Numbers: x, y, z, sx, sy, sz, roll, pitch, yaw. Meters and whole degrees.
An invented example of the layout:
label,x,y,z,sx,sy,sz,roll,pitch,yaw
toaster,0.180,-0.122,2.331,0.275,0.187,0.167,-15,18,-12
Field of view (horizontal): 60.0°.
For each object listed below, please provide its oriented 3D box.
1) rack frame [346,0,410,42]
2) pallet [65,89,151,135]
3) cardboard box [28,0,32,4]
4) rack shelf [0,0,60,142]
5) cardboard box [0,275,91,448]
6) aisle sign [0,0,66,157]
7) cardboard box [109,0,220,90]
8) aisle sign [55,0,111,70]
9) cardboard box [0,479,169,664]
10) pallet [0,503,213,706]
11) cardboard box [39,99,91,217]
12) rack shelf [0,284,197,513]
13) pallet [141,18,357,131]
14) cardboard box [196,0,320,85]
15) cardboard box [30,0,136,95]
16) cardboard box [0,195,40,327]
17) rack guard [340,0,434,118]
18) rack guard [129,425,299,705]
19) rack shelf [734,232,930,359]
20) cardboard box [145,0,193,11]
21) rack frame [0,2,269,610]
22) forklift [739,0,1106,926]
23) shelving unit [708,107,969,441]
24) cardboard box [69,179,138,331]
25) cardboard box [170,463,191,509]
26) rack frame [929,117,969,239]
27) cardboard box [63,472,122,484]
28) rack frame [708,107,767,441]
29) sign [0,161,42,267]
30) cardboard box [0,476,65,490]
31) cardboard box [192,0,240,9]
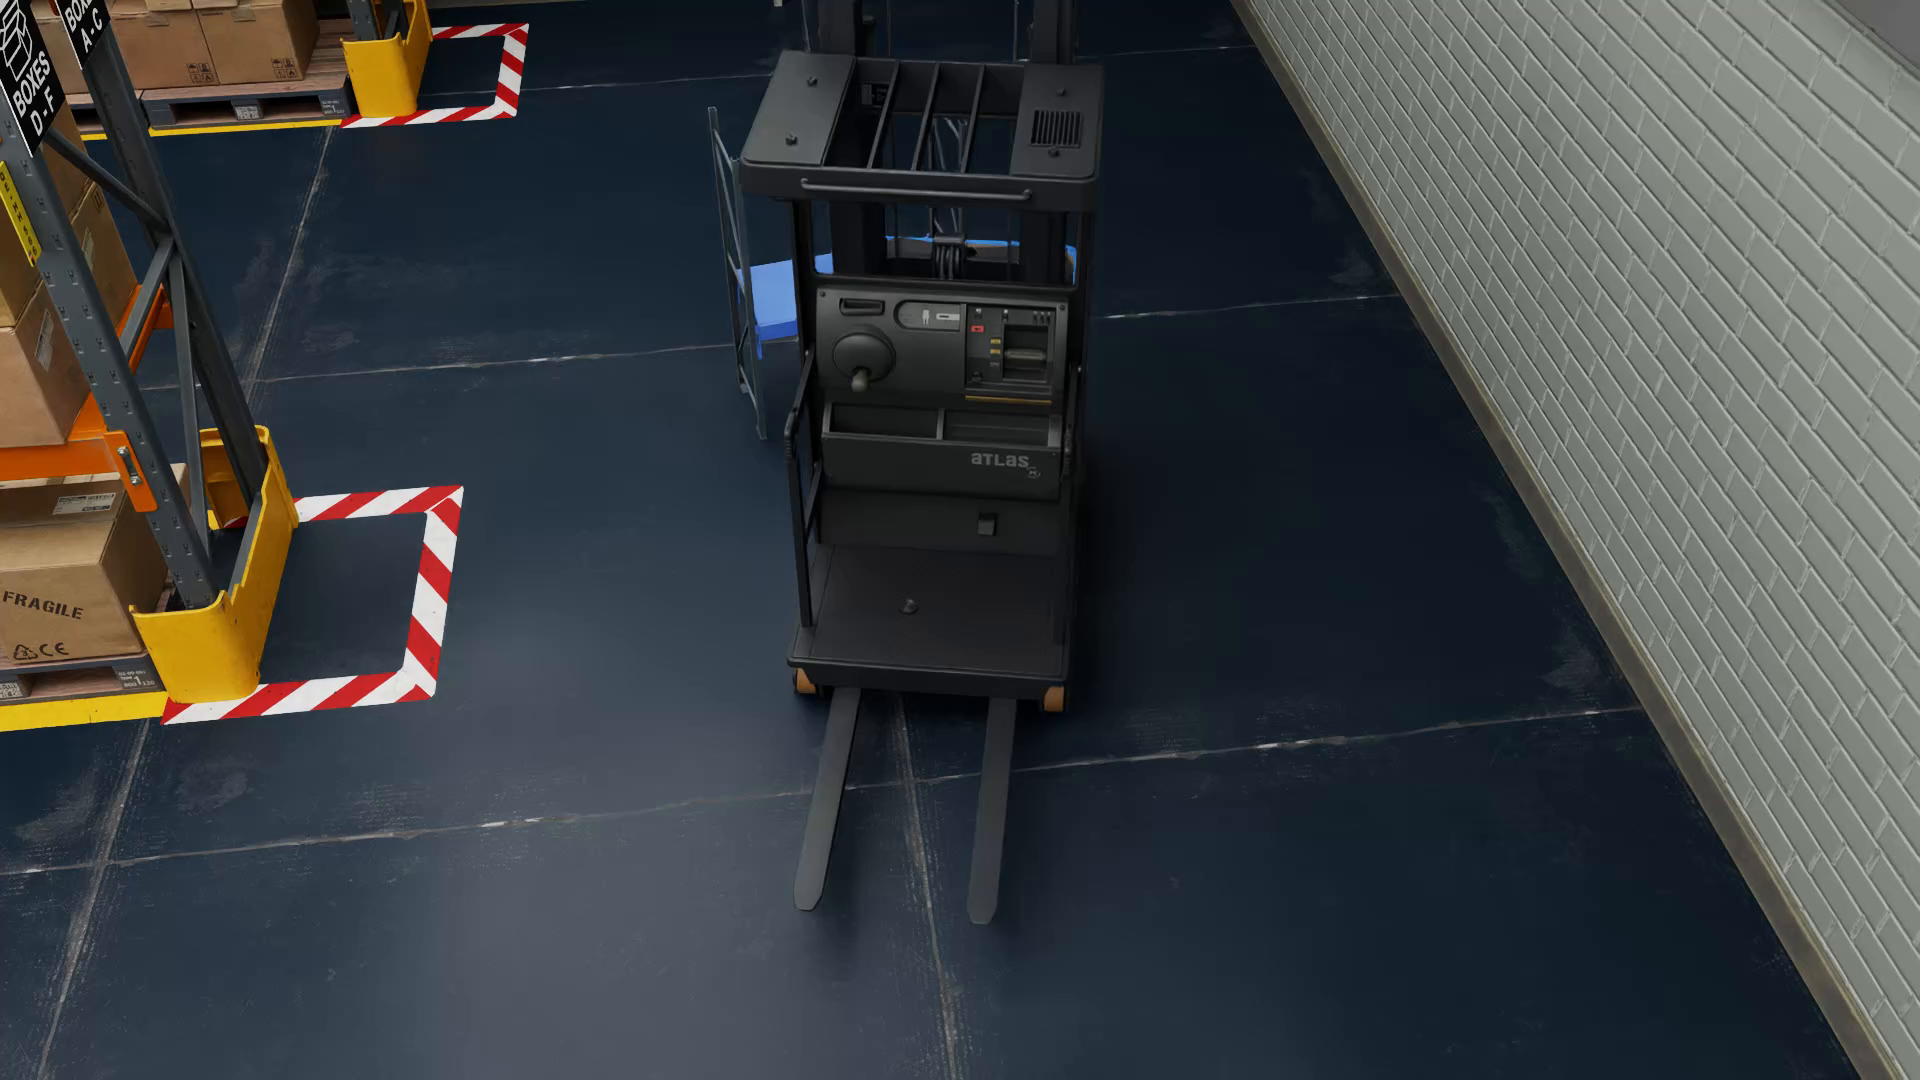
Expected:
label,x,y,z,sx,sy,sz,roll,pitch,yaw
rack frame,-3.681,-4.143,9.818,0.127,3.000,1.000,-5,42,-6
pallet,-5.671,-2.882,10.503,1.213,0.211,1.003,-5,42,-6
cardboard box,-5.885,-3.104,10.220,0.500,0.500,0.700,-4,42,-5
rack shelf,-5.019,-1.526,5.215,4.000,0.370,1.077,-5,42,-6
cardboard box,-3.444,-0.671,5.894,0.500,0.500,0.500,-4,42,-4
aisle sign,-2.928,-1.621,5.082,0.004,0.787,0.394,-5,42,-6
cardboard box,-4.859,-3.200,10.326,0.500,0.500,0.700,-5,42,-6
aisle sign,-3.006,-2.019,5.523,0.004,0.787,0.394,-5,42,-6
cardboard box,-3.543,0.123,6.628,0.500,0.500,0.500,-5,42,-6
pallet,-3.901,0.259,7.021,1.213,0.211,1.003,-5,42,-6
cardboard box,-3.510,-1.398,5.954,0.500,0.500,0.500,-4,42,-4
rack shelf,-5.019,-0.412,6.220,4.000,0.370,1.077,-5,42,-6
pallet,-4.464,-2.986,10.618,1.213,0.211,1.003,-5,42,-6
cardboard box,-4.363,-3.243,10.374,0.500,0.500,0.700,-5,42,-6
cardboard box,-5.357,-3.156,10.277,0.500,0.500,0.700,-6,42,-7
cardboard box,-3.441,-1.040,5.558,0.500,0.500,0.500,-5,42,-6
rack guard,-3.658,-3.217,10.658,0.348,0.500,1.175,-5,42,-6
rack guard,-3.111,0.082,7.001,0.348,0.500,1.175,-5,42,-6
rack shelf,-0.538,-1.171,7.912,1.000,0.185,0.538,-13,44,-14
cardboard box,-4.720,-3.329,9.985,0.250,0.149,0.380,-4,42,-4
rack frame,-3.036,-0.853,6.171,0.127,3.000,1.000,-5,42,-6
forklift,-0.087,-0.640,5.986,1.130,2.935,3.031,4,42,4
shelving unit,-0.538,-1.305,7.792,1.048,1.500,0.538,-13,44,-14
cardboard box,-3.510,-1.027,6.289,0.500,0.500,0.500,-4,42,-5
cardboard box,-3.495,-0.150,7.192,0.250,0.149,0.380,-5,42,-6
rack frame,-0.055,-1.412,7.911,0.032,1.500,0.500,-13,44,-14
cardboard box,-3.743,-0.135,7.162,0.250,0.166,0.380,-5,42,-6
rack frame,-1.020,-1.197,7.673,0.032,1.500,0.500,-13,44,-14
sign,-2.983,-1.030,5.267,0.005,0.325,0.100,-5,42,-6
cardboard box,-4.107,-0.093,7.053,0.500,0.250,0.500,-5,42,-6
cardboard box,-4.466,-3.352,10.010,0.250,0.149,0.380,-5,42,-6
